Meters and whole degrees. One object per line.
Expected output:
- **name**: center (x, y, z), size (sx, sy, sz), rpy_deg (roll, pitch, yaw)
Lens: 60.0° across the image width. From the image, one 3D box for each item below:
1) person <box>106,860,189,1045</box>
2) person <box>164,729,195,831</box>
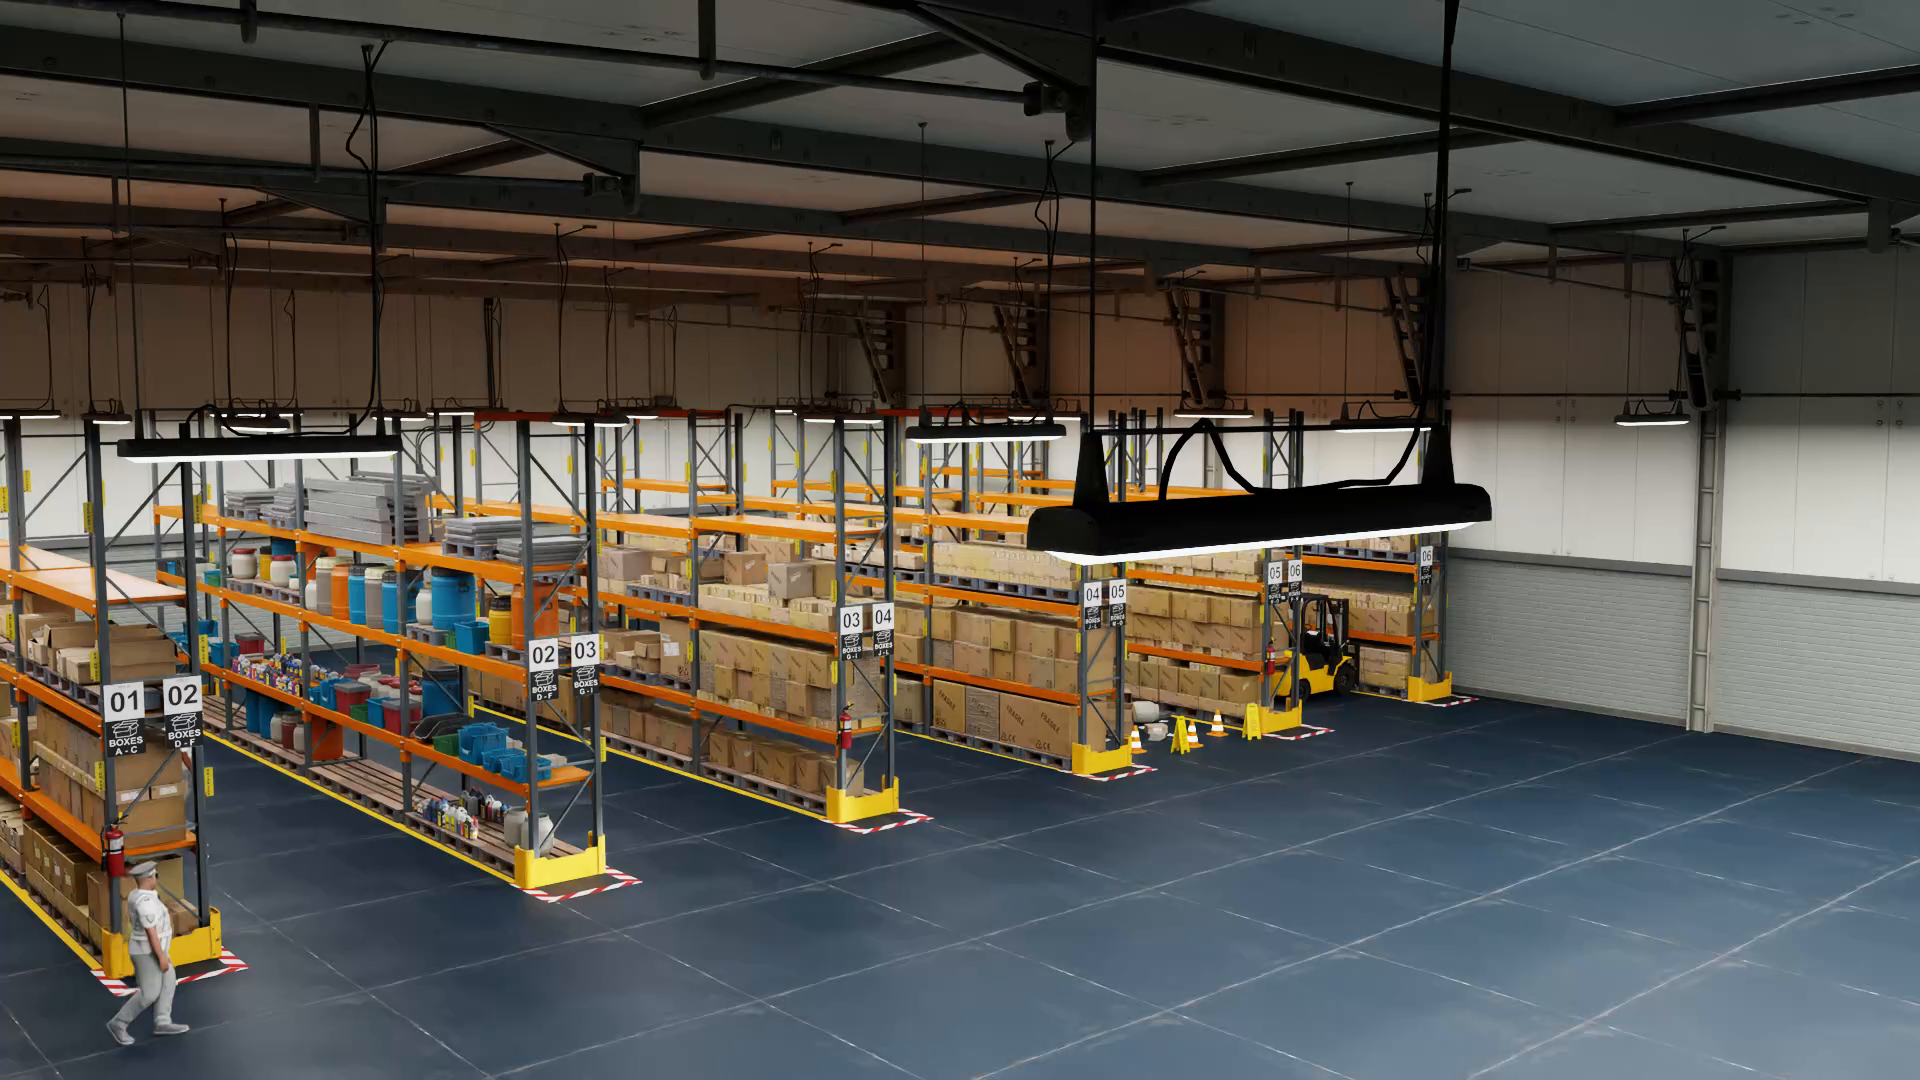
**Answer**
- **person**: center (-8.010, 4.033, 16.344), size (0.726, 1.750, 0.566), rpy_deg (-2, 5, -20)
- **person**: center (-11.291, 3.340, 24.176), size (0.537, 1.808, 0.650), rpy_deg (-1, 5, -13)
